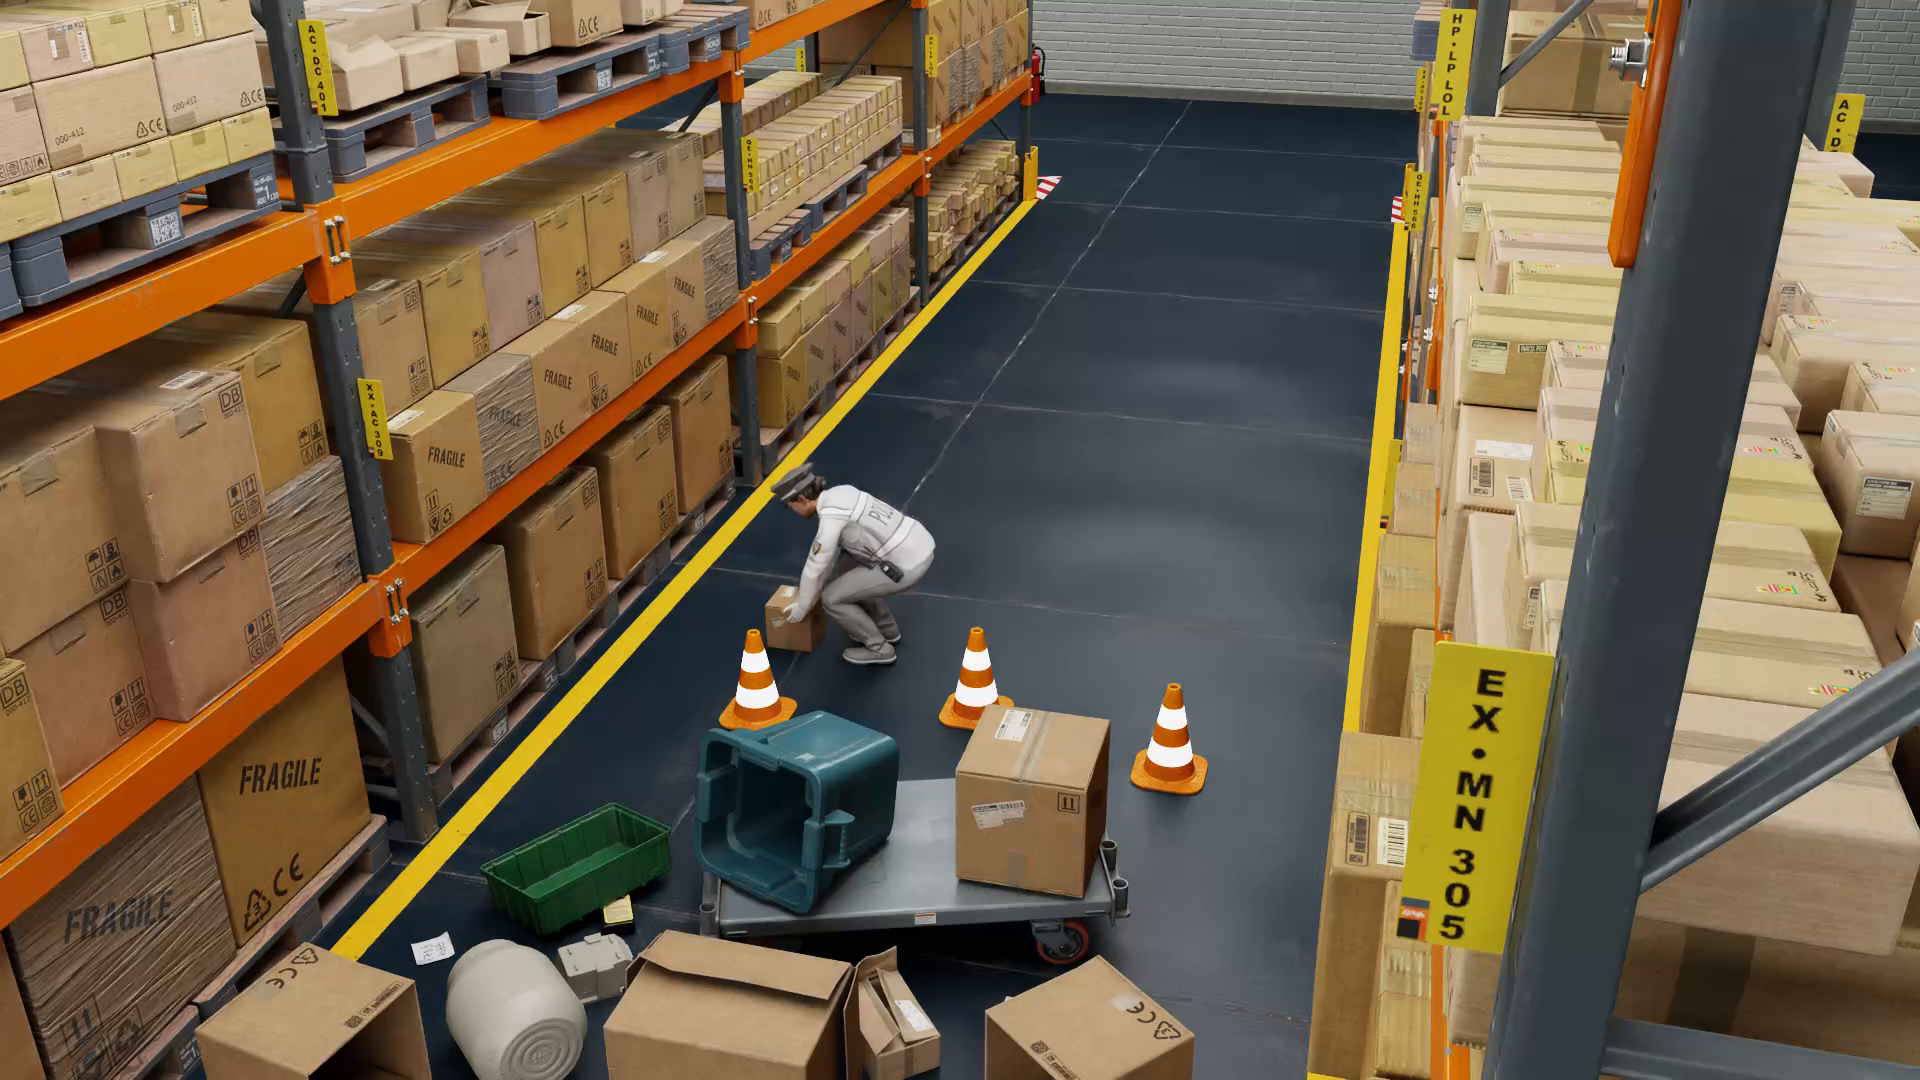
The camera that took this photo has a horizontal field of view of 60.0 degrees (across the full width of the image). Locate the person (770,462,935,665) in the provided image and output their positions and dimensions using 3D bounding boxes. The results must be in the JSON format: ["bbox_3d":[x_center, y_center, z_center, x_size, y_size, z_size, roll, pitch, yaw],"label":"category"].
[{"bbox_3d":[-0.556,0.115,8.587,0.832,1.052,0.501,6,26,13],"label":"person"}]
